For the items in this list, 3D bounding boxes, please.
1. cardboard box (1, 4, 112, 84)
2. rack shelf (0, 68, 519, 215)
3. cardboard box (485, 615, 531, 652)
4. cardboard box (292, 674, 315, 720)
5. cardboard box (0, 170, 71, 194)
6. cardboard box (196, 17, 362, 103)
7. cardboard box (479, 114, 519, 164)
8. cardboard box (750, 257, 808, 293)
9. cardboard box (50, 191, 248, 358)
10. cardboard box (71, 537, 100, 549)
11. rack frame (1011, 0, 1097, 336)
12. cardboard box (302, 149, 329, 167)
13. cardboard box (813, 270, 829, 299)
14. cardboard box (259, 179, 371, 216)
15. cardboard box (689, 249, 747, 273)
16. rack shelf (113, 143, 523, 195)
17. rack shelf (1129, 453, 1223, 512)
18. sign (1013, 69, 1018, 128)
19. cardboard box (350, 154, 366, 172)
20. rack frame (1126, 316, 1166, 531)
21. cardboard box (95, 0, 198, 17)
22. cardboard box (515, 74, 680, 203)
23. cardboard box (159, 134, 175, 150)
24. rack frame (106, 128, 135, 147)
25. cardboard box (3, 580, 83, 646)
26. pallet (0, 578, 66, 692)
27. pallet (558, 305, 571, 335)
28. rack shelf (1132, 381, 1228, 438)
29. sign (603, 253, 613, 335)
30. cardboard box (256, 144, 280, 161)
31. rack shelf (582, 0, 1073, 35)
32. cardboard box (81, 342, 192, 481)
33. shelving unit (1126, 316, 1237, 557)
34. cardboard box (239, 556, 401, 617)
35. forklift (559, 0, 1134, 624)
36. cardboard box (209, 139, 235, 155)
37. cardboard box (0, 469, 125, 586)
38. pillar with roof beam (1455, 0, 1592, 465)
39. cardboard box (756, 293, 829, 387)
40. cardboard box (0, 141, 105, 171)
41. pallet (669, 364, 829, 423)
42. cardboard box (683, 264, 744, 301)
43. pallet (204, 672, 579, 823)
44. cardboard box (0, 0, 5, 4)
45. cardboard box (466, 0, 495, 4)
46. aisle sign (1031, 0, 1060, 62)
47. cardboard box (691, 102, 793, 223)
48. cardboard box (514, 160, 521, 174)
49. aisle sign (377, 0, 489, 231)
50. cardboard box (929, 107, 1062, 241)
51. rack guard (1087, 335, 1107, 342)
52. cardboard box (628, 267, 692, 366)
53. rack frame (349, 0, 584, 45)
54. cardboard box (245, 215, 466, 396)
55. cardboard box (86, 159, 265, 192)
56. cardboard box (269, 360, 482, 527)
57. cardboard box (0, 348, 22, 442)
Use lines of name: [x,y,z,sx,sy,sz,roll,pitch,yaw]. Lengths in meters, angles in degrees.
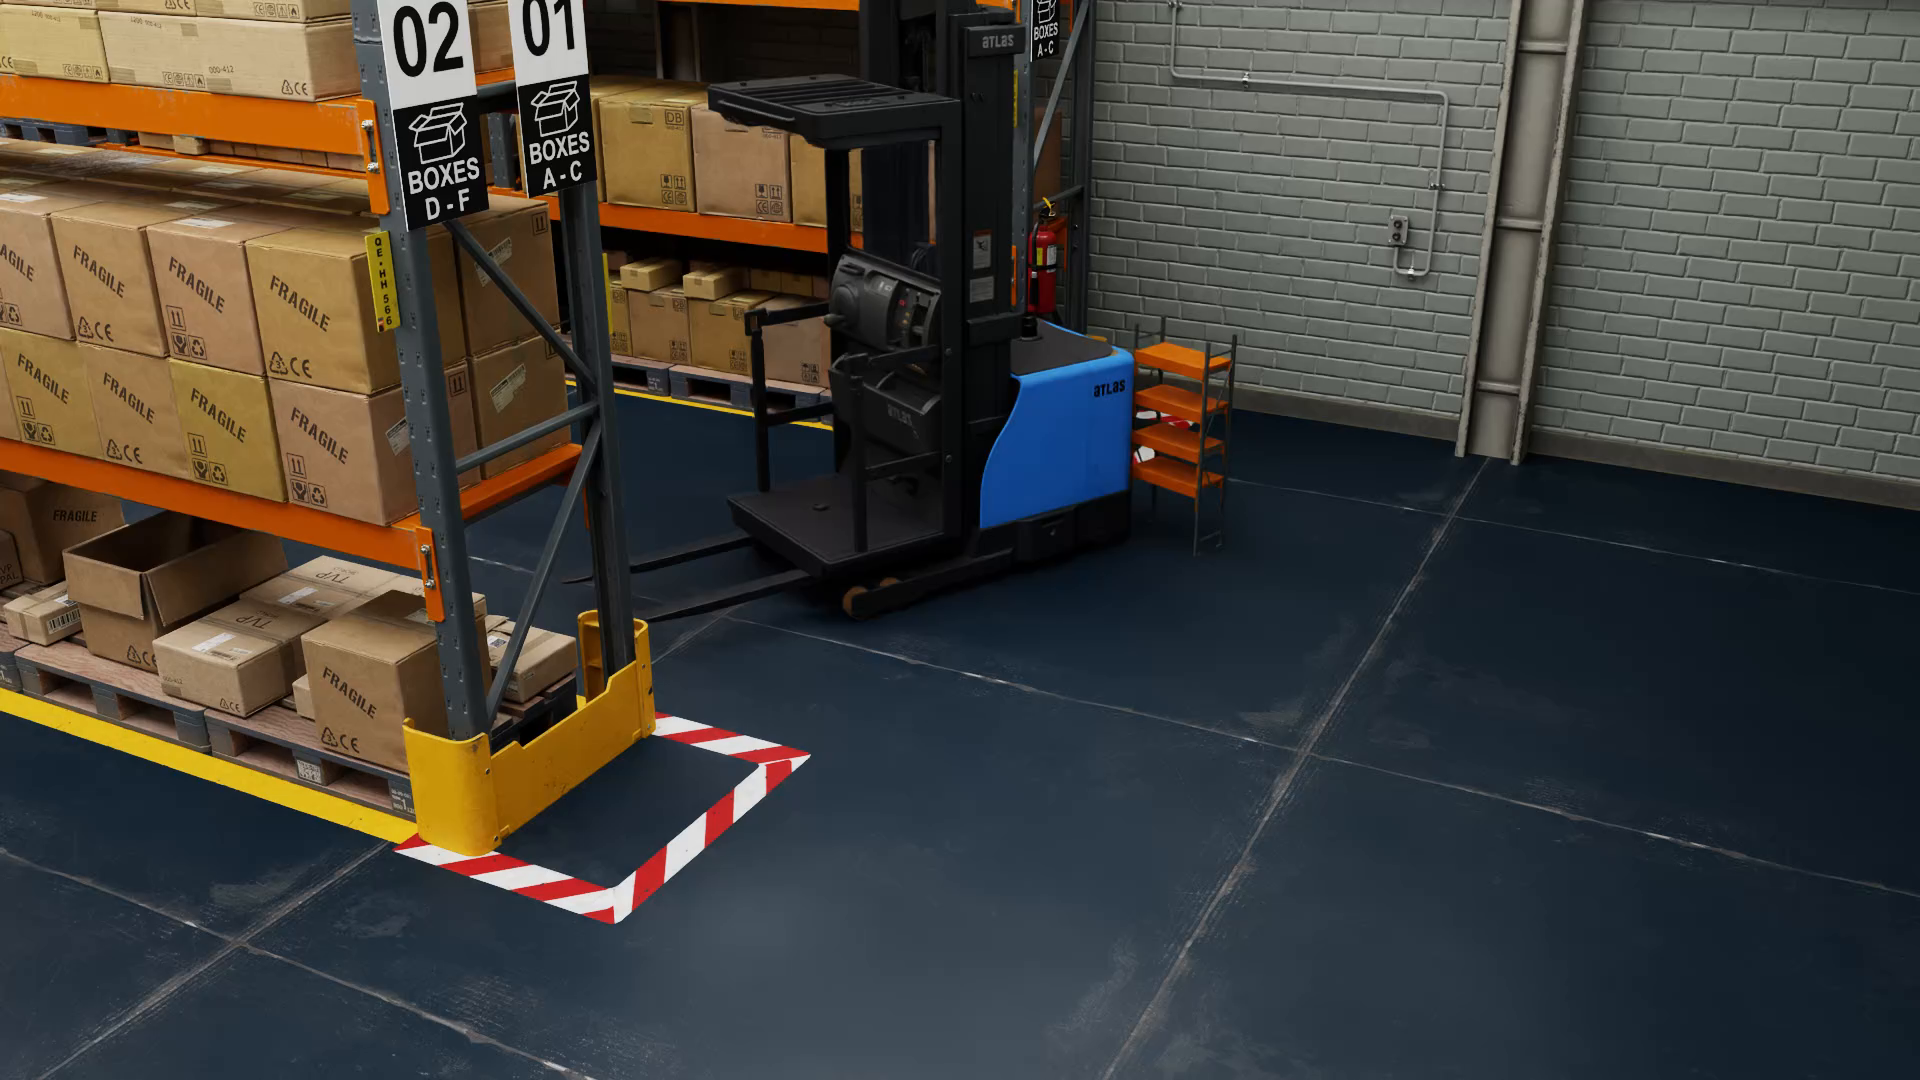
cardboard box: [-3.132,-1.861,6.152,0.500,0.250,0.500,11,25,25]
rack shelf: [-3.446,-1.778,6.684,4.000,0.370,1.077,11,25,25]
cardboard box: [-2.103,0.488,7.328,0.250,0.166,0.380,11,25,25]
cardboard box: [-2.579,0.613,7.034,0.250,0.166,0.380,11,25,25]
cardboard box: [-4.019,-1.224,6.891,0.500,0.500,0.500,10,25,23]
cardboard box: [-2.239,-1.685,5.739,0.500,0.250,0.500,11,25,25]
cardboard box: [-3.525,-2.998,11.933,0.500,0.500,0.500,11,25,24]
cardboard box: [-1.256,-1.852,11.601,0.250,0.149,0.380,11,25,24]
cardboard box: [-3.099,-1.043,6.464,0.500,0.500,0.500,12,26,26]
cardboard box: [-3.926,0.087,8.086,0.500,0.311,0.500,11,25,25]
rack frame: [0.570,-2.106,10.370,0.127,3.000,1.000,11,25,25]
cardboard box: [-4.775,-2.957,12.667,0.250,0.149,0.380,12,26,26]
cardboard box: [-0.801,-1.762,11.390,0.250,0.149,0.380,12,26,25]
cardboard box: [-2.409,-1.142,6.696,0.500,0.500,0.500,11,26,25]
cardboard box: [-1.712,-1.942,11.813,0.250,0.149,0.380,10,25,23]
rack shelf: [-4.784,-2.835,13.002,4.000,0.370,1.077,11,25,25]
rack shelf: [1.194,-0.320,9.148,0.258,0.148,0.480,-20,30,-39]
sign: [0.313,-2.561,9.657,0.005,0.325,0.100,11,25,25]
cardboard box: [-4.326,-2.857,12.431,0.250,0.149,0.380,11,25,25]
rack frame: [1.027,-0.634,9.208,0.240,1.200,0.015,-20,30,-39]
cardboard box: [-2.681,-2.007,5.856,0.500,0.250,0.500,11,25,25]
cardboard box: [-2.523,-2.849,11.733,0.700,0.700,0.980,12,26,25]
cardboard box: [-6.159,-3.226,13.298,0.250,0.149,0.380,12,26,25]
rack frame: [-6.569,-3.519,13.691,0.127,3.000,1.000,11,25,25]
cardboard box: [-4.178,0.319,7.726,0.250,0.166,0.380,11,25,25]
pallet: [-4.619,0.323,8.221,1.213,0.211,1.003,11,25,25]
pallet: [-3.722,-1.639,12.835,1.213,0.211,1.003,11,25,25]
rack shelf: [1.194,-0.708,8.983,0.258,0.148,0.480,-20,30,-39]
sign: [-1.417,-0.963,6.576,0.005,0.325,0.100,11,25,25]
cardboard box: [-5.219,-3.056,12.898,0.250,0.149,0.380,12,26,25]
rack shelf: [-1.215,-3.509,10.754,4.000,0.370,1.077,11,25,25]
cardboard box: [-3.091,-0.586,6.667,0.500,0.500,0.500,11,26,25]
shelving unit: [1.194,-0.565,9.044,0.258,1.200,0.503,-20,30,-39]
cardboard box: [-2.911,0.316,7.626,0.500,0.250,0.500,11,25,25]
forklift: [-0.554,-1.182,8.284,3.031,2.935,1.130,-15,27,-32]
cardboard box: [-5.680,-3.148,13.115,0.250,0.149,0.380,11,25,24]
cardboard box: [-4.595,-0.132,8.360,0.500,0.500,0.500,11,25,25]
pillar with roof beam: [1.428,-3.189,5.249,0.400,9.000,9.100,11,25,25]
cardboard box: [-0.995,-1.415,11.401,0.500,0.500,0.700,10,25,23]
cardboard box: [-4.205,-1.499,7.538,0.500,0.500,0.500,11,25,24]
pallet: [-1.263,-1.153,11.691,1.213,0.211,1.003,11,25,25]
cardboard box: [-1.689,-1.770,11.407,0.250,0.149,0.380,10,25,23]
pallet: [-2.441,0.754,7.207,1.213,0.211,1.003,11,25,25]
cardboard box: [-3.575,-2.182,6.269,0.500,0.250,0.500,11,25,25]
cardboard box: [-2.003,-2.098,6.071,0.500,0.250,0.500,11,25,25]
aisle sign: [0.499,-3.185,9.585,0.004,0.787,0.394,11,25,25]
cardboard box: [-1.220,-2.593,11.131,0.700,0.700,0.980,10,25,22]
cardboard box: [-3.209,-2.835,12.378,0.250,0.149,0.380,10,25,23]
aisle sign: [-1.739,-1.453,5.511,0.004,0.787,0.394,11,25,25]
cardboard box: [0.111,-2.331,10.514,0.700,0.700,0.980,12,26,27]
rack guard: [0.592,-0.952,10.849,0.348,0.500,1.175,11,25,25]
cardboard box: [-1.932,-1.598,11.831,0.500,0.500,0.700,11,25,24]
rack frame: [-1.662,-3.136,5.126,0.127,3.000,1.000,11,25,25]
cardboard box: [-2.183,-0.864,6.044,0.500,0.500,0.500,11,25,24]
cardboard box: [-3.307,-1.321,7.118,0.500,0.500,0.500,11,25,24]
cardboard box: [-2.184,-0.405,6.243,0.500,0.500,0.500,12,26,26]
cardboard box: [-3.996,-0.764,7.086,0.500,0.500,0.500,11,25,24]
